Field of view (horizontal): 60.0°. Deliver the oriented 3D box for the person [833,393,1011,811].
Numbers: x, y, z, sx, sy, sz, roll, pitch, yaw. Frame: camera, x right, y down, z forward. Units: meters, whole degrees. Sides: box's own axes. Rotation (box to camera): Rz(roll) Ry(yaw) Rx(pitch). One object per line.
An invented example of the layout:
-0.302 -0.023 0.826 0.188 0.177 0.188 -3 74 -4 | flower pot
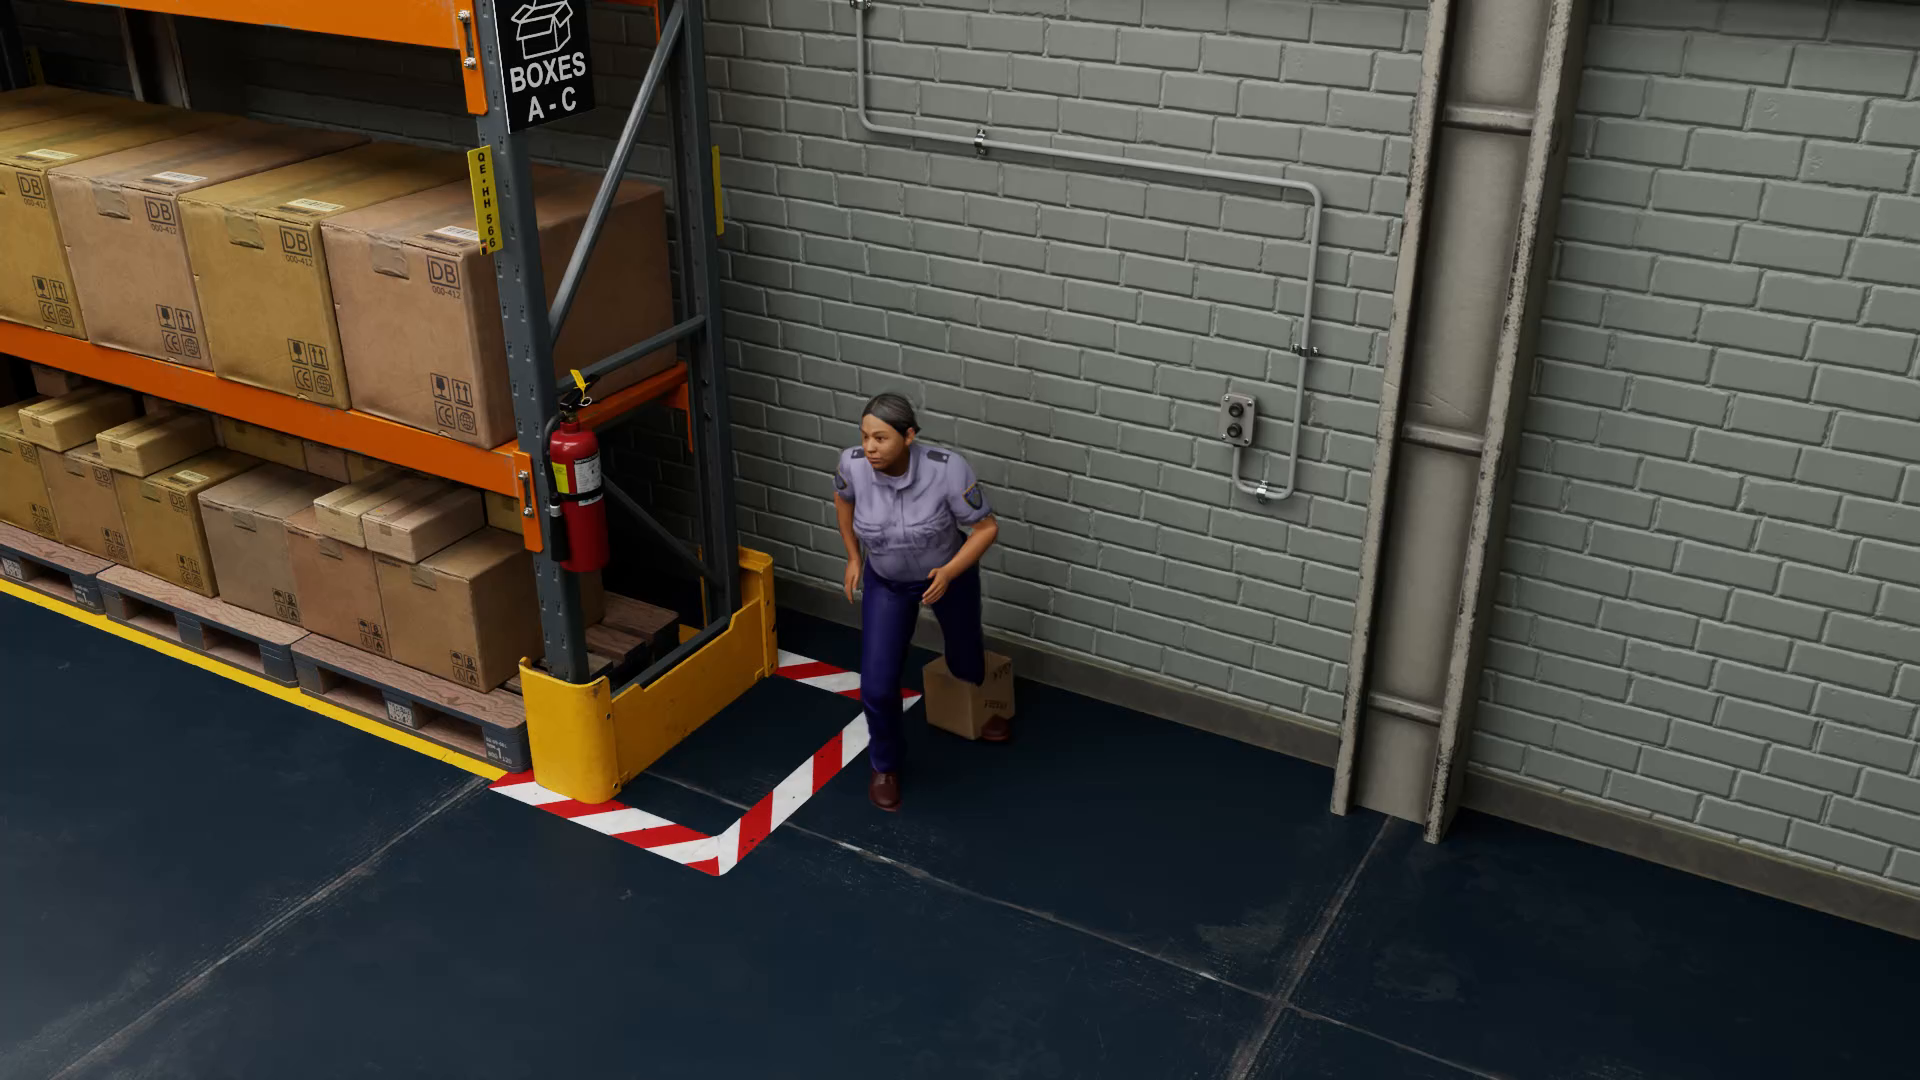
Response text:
-0.121 0.178 5.885 0.644 1.585 0.825 0 27 -1 | person
